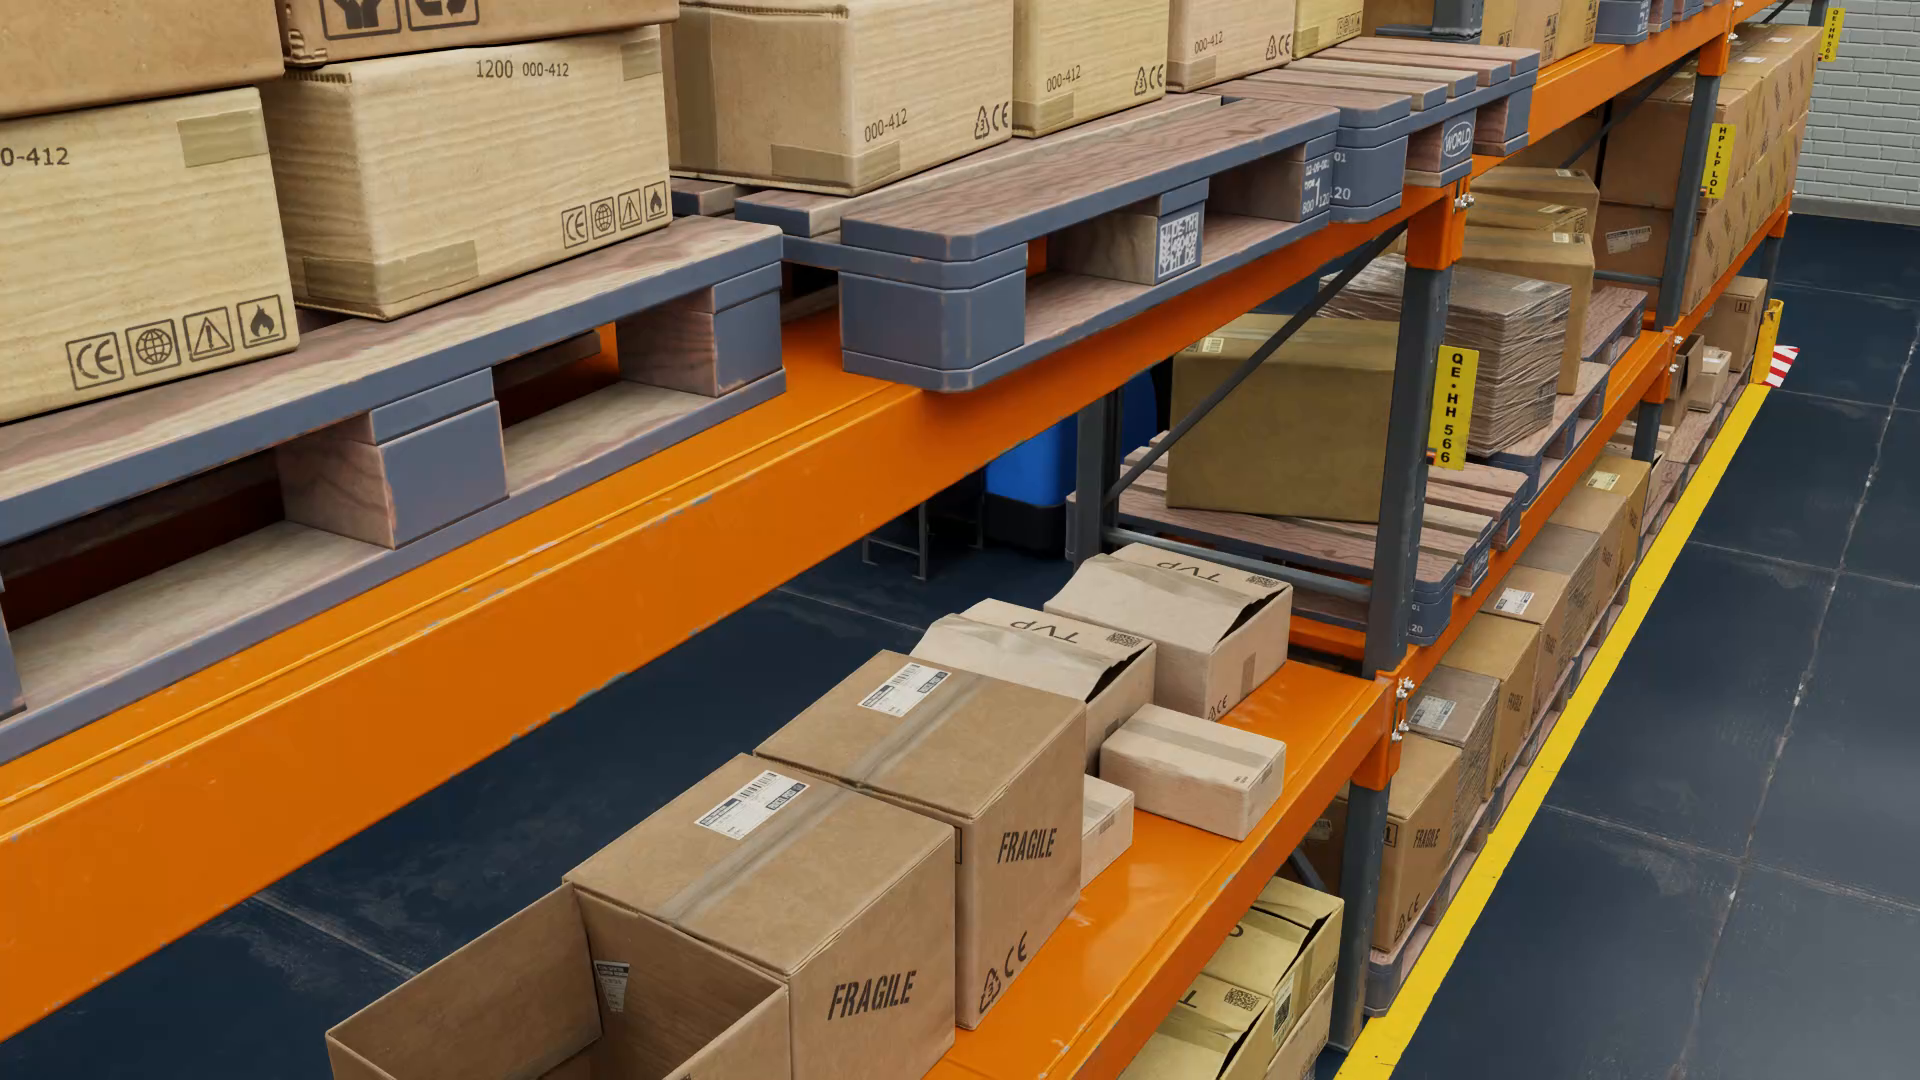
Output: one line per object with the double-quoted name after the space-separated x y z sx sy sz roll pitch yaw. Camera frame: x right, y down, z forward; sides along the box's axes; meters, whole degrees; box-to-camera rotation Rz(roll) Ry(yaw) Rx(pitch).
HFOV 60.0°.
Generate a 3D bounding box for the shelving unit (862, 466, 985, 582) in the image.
-0.186 -0.881 8.142 0.431 2.100 0.503 16 28 33 "shelving unit"

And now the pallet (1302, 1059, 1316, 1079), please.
0.331 1.626 4.727 1.003 0.211 1.213 14 27 29 "pallet"

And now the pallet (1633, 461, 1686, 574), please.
3.272 -0.225 9.004 1.003 0.211 1.213 14 27 29 "pallet"

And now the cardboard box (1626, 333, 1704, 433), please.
3.895 -0.965 9.791 0.797 0.503 0.637 14 27 29 "cardboard box"

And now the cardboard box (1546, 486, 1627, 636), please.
2.624 0.064 7.419 0.500 0.500 0.500 14 27 29 "cardboard box"

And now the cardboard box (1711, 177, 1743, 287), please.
3.676 -1.607 8.561 0.500 0.500 0.500 14 27 30 "cardboard box"

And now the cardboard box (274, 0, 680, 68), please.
-0.672 -0.814 1.796 0.500 0.500 0.500 17 29 34 "cardboard box"

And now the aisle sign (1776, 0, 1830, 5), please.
5.315 -3.775 10.422 0.394 0.787 0.004 14 27 29 "aisle sign"

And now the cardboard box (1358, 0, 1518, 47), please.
1.000 -1.500 4.537 0.910 0.500 0.500 14 27 29 "cardboard box"

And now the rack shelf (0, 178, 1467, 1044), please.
-0.256 -0.294 2.784 1.077 0.370 4.000 14 27 29 "rack shelf"

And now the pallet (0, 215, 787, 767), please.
-0.857 -0.162 1.814 0.805 0.209 1.217 13 26 27 "pallet"

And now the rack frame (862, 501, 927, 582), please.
-0.330 -0.803 7.961 0.400 2.100 0.015 16 28 33 "rack frame"

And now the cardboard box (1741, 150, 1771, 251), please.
4.209 -1.948 9.347 0.500 0.500 0.500 13 27 28 "cardboard box"

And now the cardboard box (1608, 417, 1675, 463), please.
3.762 -0.565 9.292 0.380 0.166 0.250 14 27 29 "cardboard box"

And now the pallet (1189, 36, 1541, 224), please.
0.517 -0.965 3.666 1.213 0.211 1.003 15 28 31 "pallet"

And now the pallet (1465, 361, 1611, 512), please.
1.820 -0.492 6.353 1.003 0.211 1.213 14 27 29 "pallet"

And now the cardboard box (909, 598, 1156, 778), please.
0.162 0.379 4.211 0.500 0.311 0.500 14 27 28 "cardboard box"

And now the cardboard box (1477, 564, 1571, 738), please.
2.093 0.405 6.631 0.500 0.500 0.500 13 27 27 "cardboard box"

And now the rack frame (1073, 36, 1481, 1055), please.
0.799 0.077 4.796 1.000 3.000 0.127 14 27 29 "rack frame"

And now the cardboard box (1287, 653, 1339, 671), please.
1.119 0.293 5.945 0.500 0.250 0.500 15 28 31 "cardboard box"

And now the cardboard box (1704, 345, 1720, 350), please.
4.651 -1.172 10.694 0.380 0.166 0.250 14 27 29 "cardboard box"

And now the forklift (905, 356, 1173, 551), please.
0.926 -1.815 9.254 1.130 2.935 3.031 16 28 33 "forklift"

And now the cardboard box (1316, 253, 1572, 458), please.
1.680 -0.666 5.859 0.700 0.500 0.500 20 31 39 "cardboard box"

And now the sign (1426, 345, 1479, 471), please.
1.272 -0.339 4.300 0.100 0.325 0.005 14 27 29 "sign"

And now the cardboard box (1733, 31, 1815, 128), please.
4.752 -2.749 9.941 0.500 0.500 0.500 15 27 30 "cardboard box"

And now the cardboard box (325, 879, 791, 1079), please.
-0.615 0.948 2.660 0.500 0.500 0.500 16 28 33 "cardboard box"

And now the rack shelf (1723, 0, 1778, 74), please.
3.964 -2.994 9.021 1.077 0.370 4.000 14 27 29 "rack shelf"

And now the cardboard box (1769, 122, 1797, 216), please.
4.743 -2.285 10.127 0.500 0.500 0.500 14 27 29 "cardboard box"

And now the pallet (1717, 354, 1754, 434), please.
4.559 -1.048 10.906 1.003 0.211 1.213 14 27 29 "pallet"

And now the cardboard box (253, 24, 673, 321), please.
-0.691 -0.465 1.934 0.500 0.250 0.500 11 26 24 "cardboard box"

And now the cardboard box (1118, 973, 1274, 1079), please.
0.463 1.294 4.212 0.500 0.311 0.500 13 27 28 "cardboard box"

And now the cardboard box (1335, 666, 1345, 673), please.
1.092 0.657 6.048 0.500 0.500 0.500 15 28 31 "cardboard box"

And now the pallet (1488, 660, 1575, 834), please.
1.869 0.703 6.862 1.003 0.211 1.213 14 27 29 "pallet"

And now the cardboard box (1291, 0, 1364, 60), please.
0.607 -1.258 3.766 0.500 0.250 0.500 12 26 25 "cardboard box"

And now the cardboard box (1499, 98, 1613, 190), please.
2.955 -2.003 8.216 0.500 0.500 0.500 14 27 29 "cardboard box"

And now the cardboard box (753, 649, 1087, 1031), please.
-0.073 0.601 3.460 0.500 0.500 0.500 12 26 26 "cardboard box"

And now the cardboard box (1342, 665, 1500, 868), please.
1.553 0.751 5.833 0.500 0.500 0.500 13 27 27 "cardboard box"

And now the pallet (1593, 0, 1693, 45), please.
1.960 -2.007 6.072 1.213 0.211 1.003 14 27 29 "pallet"

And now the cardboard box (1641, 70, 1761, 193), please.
3.668 -2.052 8.330 0.500 0.500 0.500 13 27 27 "cardboard box"

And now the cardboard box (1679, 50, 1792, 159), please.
4.211 -2.400 9.134 0.500 0.500 0.500 15 27 31 "cardboard box"

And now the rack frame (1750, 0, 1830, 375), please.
5.018 -2.623 11.034 1.000 3.000 0.127 14 27 29 "rack frame"

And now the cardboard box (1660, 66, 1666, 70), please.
3.489 -2.346 9.010 0.500 0.500 0.500 14 27 29 "cardboard box"

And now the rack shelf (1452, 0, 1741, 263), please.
1.854 -1.644 5.903 1.077 0.370 4.000 14 27 29 "rack shelf"

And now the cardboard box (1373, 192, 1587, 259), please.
2.160 -1.153 6.984 0.700 0.500 0.500 19 30 37 "cardboard box"

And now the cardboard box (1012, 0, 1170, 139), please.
0.035 -0.887 2.908 0.500 0.250 0.500 13 27 28 "cardboard box"

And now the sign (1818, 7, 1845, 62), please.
5.479 -3.176 10.456 0.100 0.325 0.005 14 27 29 "sign"

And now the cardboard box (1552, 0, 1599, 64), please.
1.543 -1.847 5.340 0.910 0.500 0.500 14 27 29 "cardboard box"
